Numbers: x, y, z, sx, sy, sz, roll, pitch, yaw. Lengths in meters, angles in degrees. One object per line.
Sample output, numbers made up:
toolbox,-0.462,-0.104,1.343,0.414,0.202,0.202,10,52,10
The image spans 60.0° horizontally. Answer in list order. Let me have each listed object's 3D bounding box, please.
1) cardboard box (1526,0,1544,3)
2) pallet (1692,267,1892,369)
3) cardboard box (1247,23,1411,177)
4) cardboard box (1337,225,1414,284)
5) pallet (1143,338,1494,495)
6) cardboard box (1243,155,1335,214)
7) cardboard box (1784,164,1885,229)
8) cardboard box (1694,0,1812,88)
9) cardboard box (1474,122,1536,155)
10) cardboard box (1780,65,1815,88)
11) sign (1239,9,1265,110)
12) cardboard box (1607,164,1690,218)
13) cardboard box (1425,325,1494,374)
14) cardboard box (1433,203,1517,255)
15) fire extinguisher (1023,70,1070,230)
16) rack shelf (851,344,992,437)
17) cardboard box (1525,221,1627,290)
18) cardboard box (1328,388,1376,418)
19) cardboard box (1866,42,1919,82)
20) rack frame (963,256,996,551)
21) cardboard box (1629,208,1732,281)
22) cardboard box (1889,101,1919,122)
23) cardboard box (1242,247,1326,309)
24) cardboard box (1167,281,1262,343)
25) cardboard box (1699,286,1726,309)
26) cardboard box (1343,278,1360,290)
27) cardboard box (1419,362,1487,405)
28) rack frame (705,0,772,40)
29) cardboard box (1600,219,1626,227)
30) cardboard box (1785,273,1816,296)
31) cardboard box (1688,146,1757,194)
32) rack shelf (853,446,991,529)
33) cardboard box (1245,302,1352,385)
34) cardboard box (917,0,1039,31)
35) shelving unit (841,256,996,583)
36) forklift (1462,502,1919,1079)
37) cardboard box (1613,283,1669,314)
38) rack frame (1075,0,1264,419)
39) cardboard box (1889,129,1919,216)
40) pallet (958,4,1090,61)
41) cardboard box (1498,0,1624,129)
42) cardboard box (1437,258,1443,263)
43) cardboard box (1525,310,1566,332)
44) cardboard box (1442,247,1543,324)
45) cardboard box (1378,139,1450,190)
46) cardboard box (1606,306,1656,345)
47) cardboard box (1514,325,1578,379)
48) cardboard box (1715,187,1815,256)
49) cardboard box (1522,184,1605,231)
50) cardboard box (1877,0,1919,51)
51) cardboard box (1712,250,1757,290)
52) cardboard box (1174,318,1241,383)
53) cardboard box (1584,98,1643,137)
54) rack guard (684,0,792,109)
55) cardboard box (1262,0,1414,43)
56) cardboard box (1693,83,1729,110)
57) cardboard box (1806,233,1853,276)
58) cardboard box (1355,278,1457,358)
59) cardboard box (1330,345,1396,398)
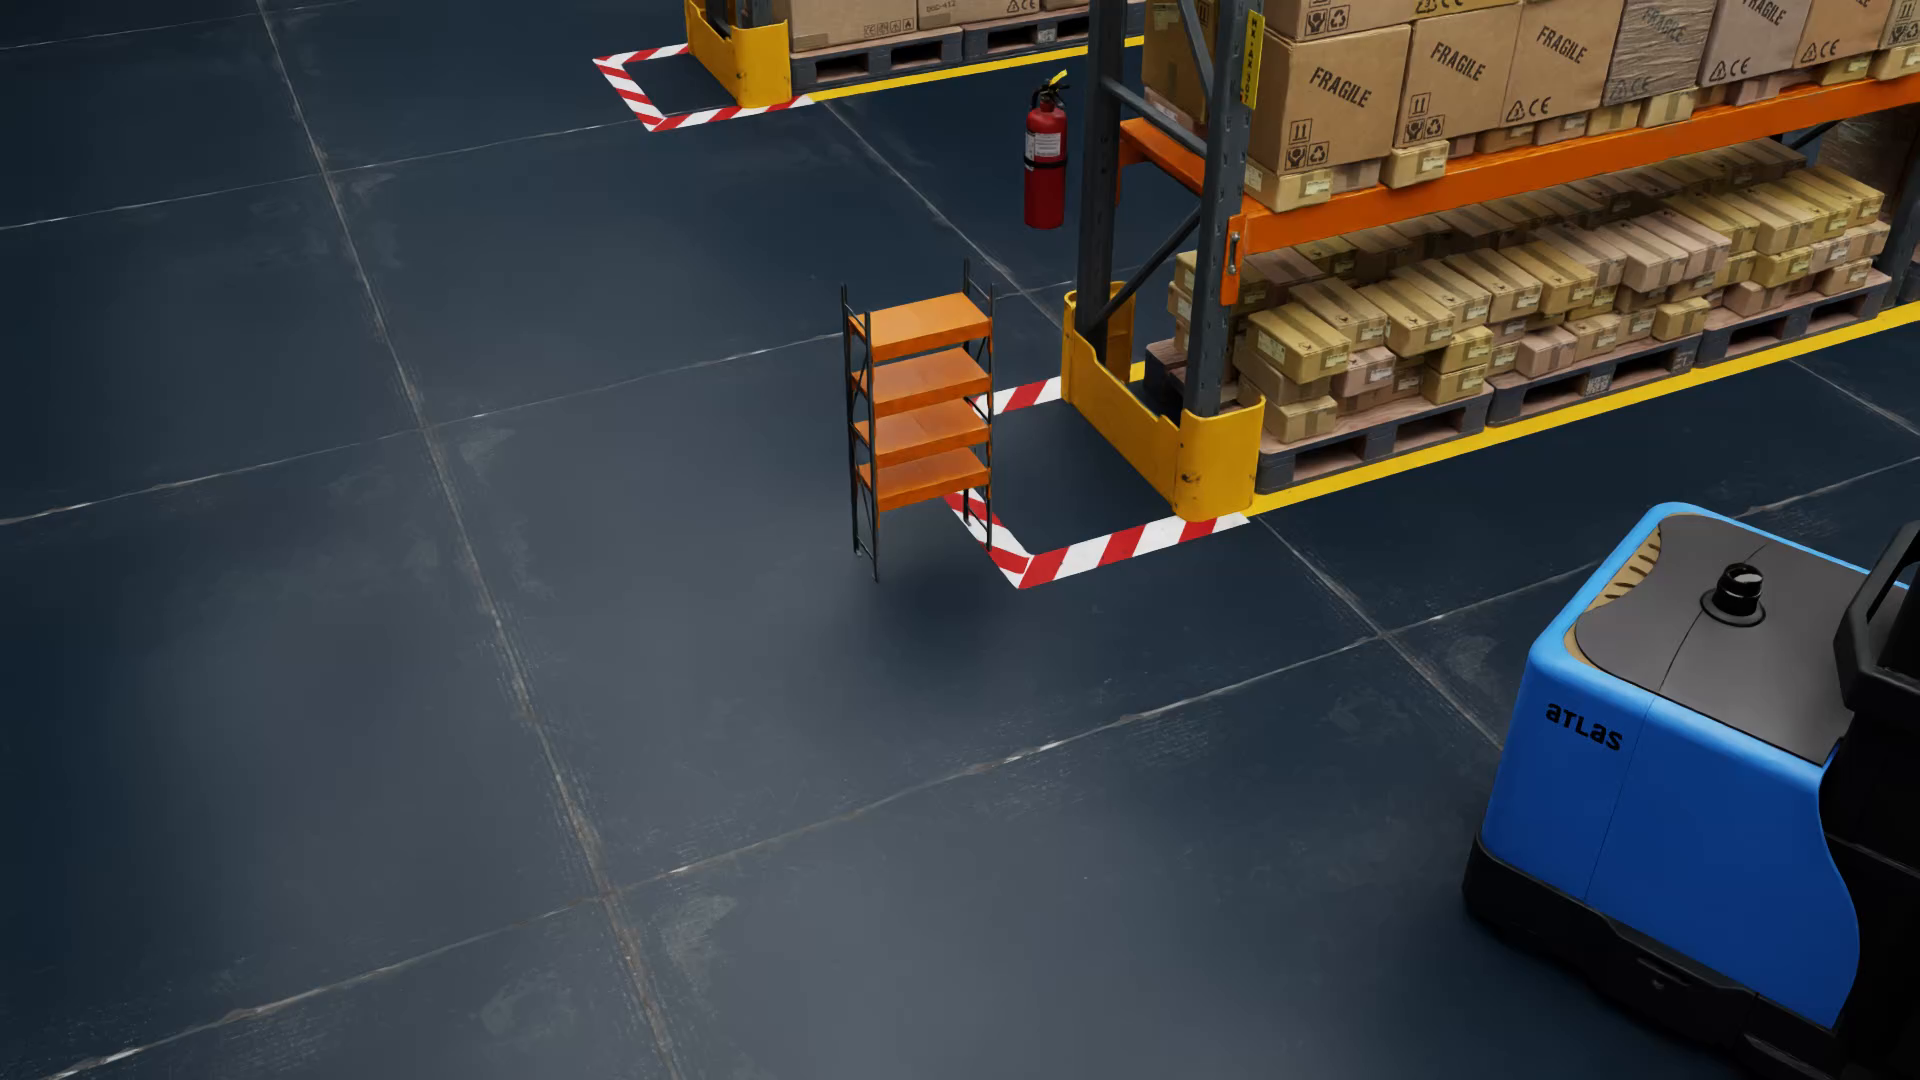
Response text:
cardboard box,2.229,-2.385,6.275,0.500,0.500,0.500,-17,40,-21
pallet,3.803,-1.306,8.334,1.213,0.211,1.003,-16,39,-20
cardboard box,1.299,-1.727,6.227,0.500,0.500,0.500,-14,39,-18
cardboard box,1.840,-1.334,7.572,0.250,0.149,0.380,-17,40,-22
pallet,1.594,-0.689,7.501,1.213,0.211,1.003,-16,39,-20
cardboard box,1.208,-1.407,6.340,0.250,0.149,0.380,-16,39,-20
cardboard box,4.185,-1.648,7.995,0.250,0.149,0.380,-15,39,-19
cardboard box,3.157,-2.244,6.924,0.500,0.500,0.500,-16,39,-20
cardboard box,2.119,-1.728,6.773,0.250,0.149,0.380,-16,39,-20
cardboard box,3.520,-2.128,7.312,0.250,0.149,0.380,-17,40,-21
sign,1.006,-1.658,5.741,0.005,0.325,0.100,-16,39,-20
cardboard box,3.287,-1.696,8.060,0.250,0.149,0.380,-17,40,-21
cardboard box,2.093,-0.895,7.230,0.250,0.149,0.380,-14,39,-19
cardboard box,2.346,-1.439,7.714,0.250,0.149,0.380,-17,40,-21
fire extinguisher,0.351,-1.607,6.777,0.183,0.674,0.296,-16,39,-20
rack shelf,-0.150,-0.566,6.243,0.480,0.148,0.258,-16,39,-20
cardboard box,2.764,-1.274,7.491,0.250,0.149,0.380,-16,39,-20
cardboard box,1.588,-0.697,7.212,0.250,0.149,0.380,-16,39,-20
cardboard box,4.050,-2.192,7.398,0.250,0.149,0.380,-17,40,-21
rack frame,0.071,-0.502,6.419,0.015,1.200,0.240,-16,39,-20
cardboard box,3.274,-1.353,7.597,0.250,0.149,0.380,-18,40,-22
cardboard box,4.963,-2.406,8.592,0.500,0.250,0.500,-17,40,-21
cardboard box,1.399,-1.169,7.349,0.250,0.149,0.380,-15,39,-19
cardboard box,1.132,-1.034,7.416,0.250,0.149,0.380,-17,40,-21
cardboard box,3.413,-1.233,7.934,0.250,0.149,0.380,-17,40,-21
cardboard box,1.601,-1.166,7.595,0.250,0.149,0.380,-17,40,-22
cardboard box,2.087,-0.769,7.310,0.250,0.149,0.380,-15,39,-19
rack frame,-1.420,-4.247,9.958,0.127,3.000,1.000,-16,39,-20
cardboard box,3.031,-1.522,8.075,0.250,0.149,0.380,-14,39,-18
cardboard box,3.915,-1.335,8.073,0.250,0.149,0.380,-15,39,-19
cardboard box,3.722,-1.865,8.287,0.250,0.149,0.380,-14,39,-18
rack shelf,-0.150,-0.227,6.494,0.480,0.148,0.258,-16,39,-20
cardboard box,1.394,-0.815,6.872,0.250,0.149,0.380,-17,40,-22
cardboard box,-0.040,-3.844,11.212,0.875,0.438,0.875,-15,39,-19
shelving unit,-0.150,-0.440,6.336,0.503,1.200,0.258,-16,39,-20
forklift,3.010,0.327,3.848,3.031,2.935,1.130,27,44,31
cardboard box,3.029,-1.212,7.657,0.250,0.149,0.380,-17,40,-22
rack frame,0.775,-1.603,6.393,0.127,3.000,1.000,-16,39,-20
cardboard box,5.178,-1.824,8.437,0.500,0.500,0.500,-14,39,-18
pallet,0.374,-3.678,11.532,1.213,0.211,1.003,-16,39,-20
cardboard box,2.221,-1.994,6.586,0.500,0.500,0.500,-15,39,-19
cardboard box,2.065,-1.304,7.781,0.250,0.149,0.380,-15,39,-19
cardboard box,2.520,-1.105,7.512,0.250,0.149,0.380,-14,39,-18
cardboard box,2.319,-1.117,7.279,0.250,0.149,0.380,-14,39,-18
cardboard box,1.687,-1.533,6.510,0.250,0.149,0.380,-17,40,-21
cardboard box,2.984,-1.064,7.708,0.250,0.149,0.380,-15,39,-19
cardboard box,2.540,-0.901,7.488,0.250,0.149,0.380,-18,40,-22
cardboard box,3.748,-1.495,7.788,0.250,0.149,0.380,-16,39,-20
cardboard box,2.811,-1.562,7.879,0.250,0.149,0.380,-17,40,-22
cardboard box,4.078,-2.500,7.269,0.500,0.500,0.500,-16,39,-20
cardboard box,3.503,-1.344,7.835,0.250,0.149,0.380,-15,39,-20
cardboard box,1.163,-0.872,7.449,0.250,0.149,0.380,-15,39,-19
cardboard box,2.598,-1.830,6.910,0.250,0.149,0.380,-14,39,-18
rack guard,-1.441,-3.237,10.694,0.348,0.500,1.175,-16,39,-20
cardboard box,1.294,-2.135,5.937,0.500,0.500,0.500,-16,39,-20
cardboard box,3.053,-1.984,7.118,0.250,0.149,0.380,-16,40,-21
cardboard box,4.006,-1.432,7.954,0.250,0.149,0.380,-18,40,-22
cardboard box,1.875,-0.944,7.046,0.250,0.149,0.380,-16,39,-20
cardboard box,1.630,-0.779,7.073,0.250,0.149,0.380,-16,39,-20
